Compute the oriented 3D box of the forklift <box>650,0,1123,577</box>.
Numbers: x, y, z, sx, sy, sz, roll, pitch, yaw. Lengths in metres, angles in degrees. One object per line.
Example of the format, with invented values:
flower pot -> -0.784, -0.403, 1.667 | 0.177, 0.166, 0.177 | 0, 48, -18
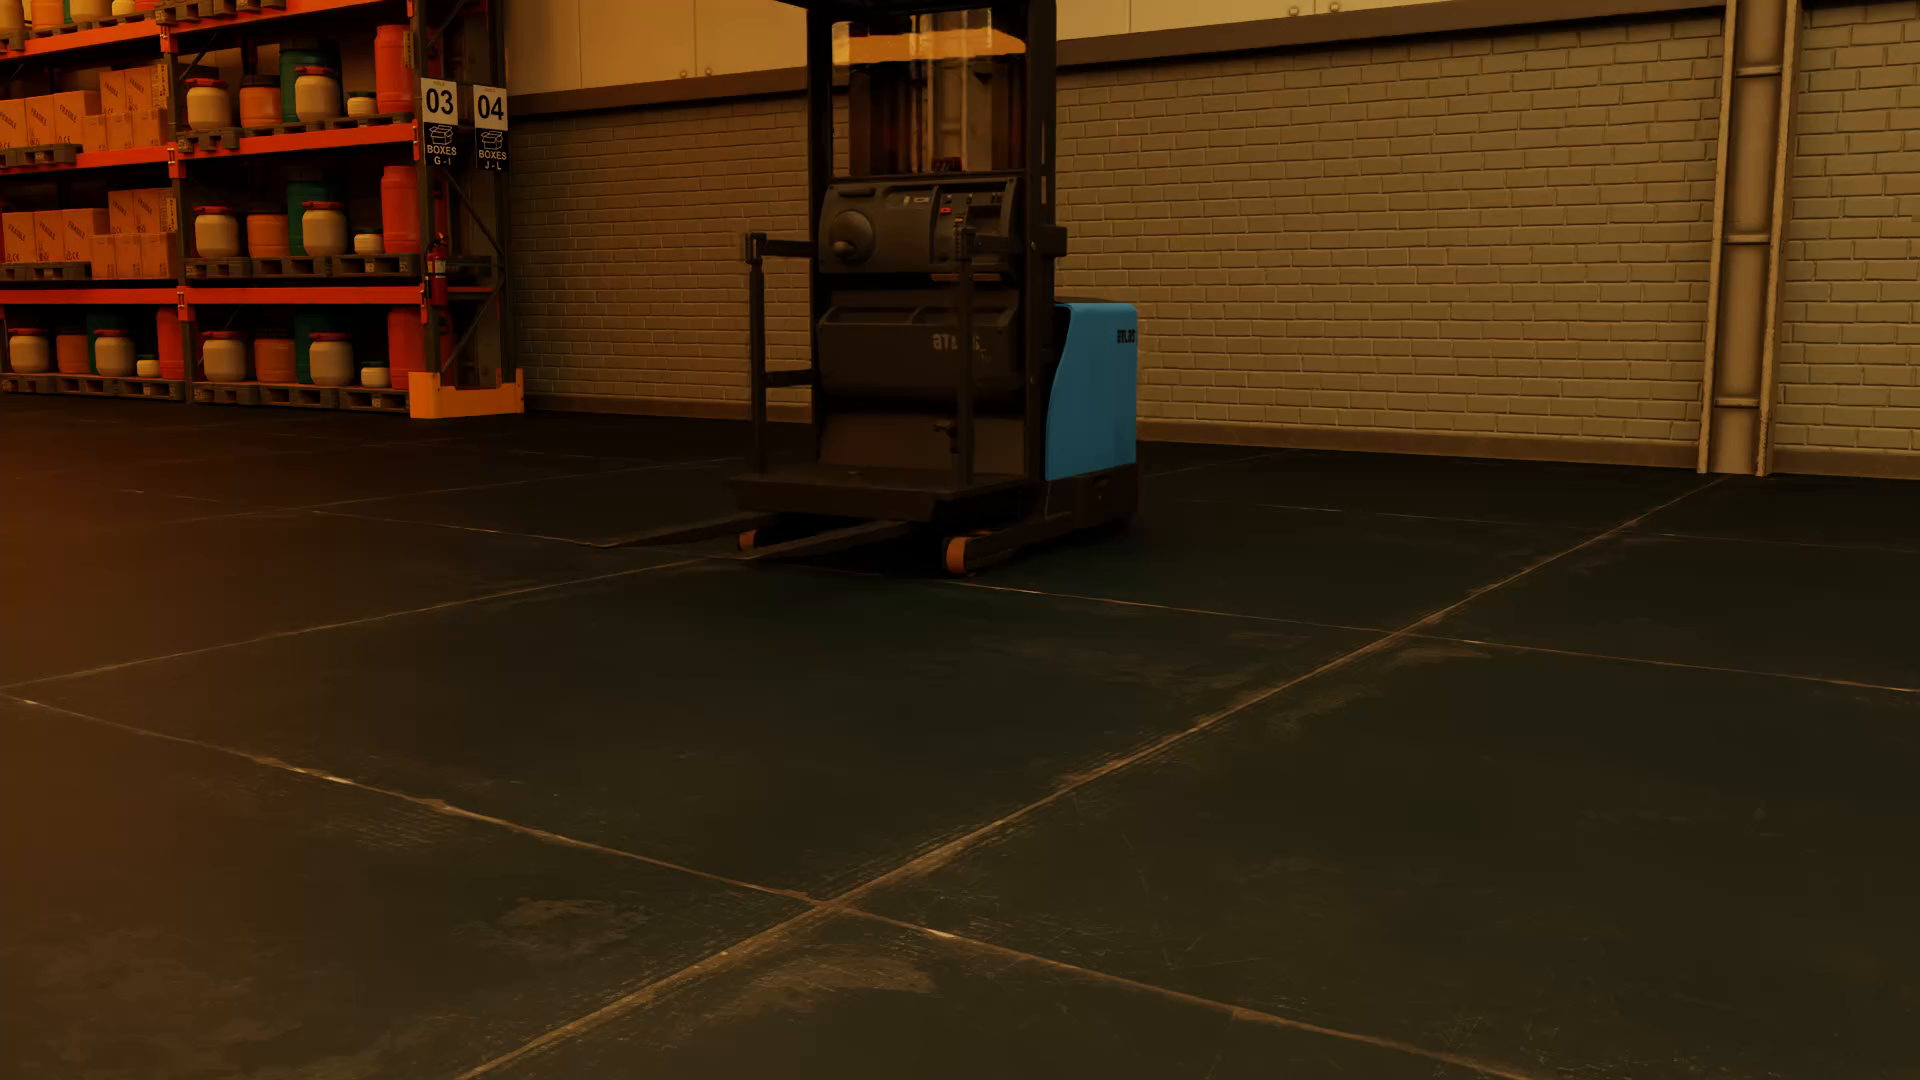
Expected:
forklift -> -0.211, -1.370, 6.827 | 1.130, 2.935, 3.031 | 3, 9, 21
